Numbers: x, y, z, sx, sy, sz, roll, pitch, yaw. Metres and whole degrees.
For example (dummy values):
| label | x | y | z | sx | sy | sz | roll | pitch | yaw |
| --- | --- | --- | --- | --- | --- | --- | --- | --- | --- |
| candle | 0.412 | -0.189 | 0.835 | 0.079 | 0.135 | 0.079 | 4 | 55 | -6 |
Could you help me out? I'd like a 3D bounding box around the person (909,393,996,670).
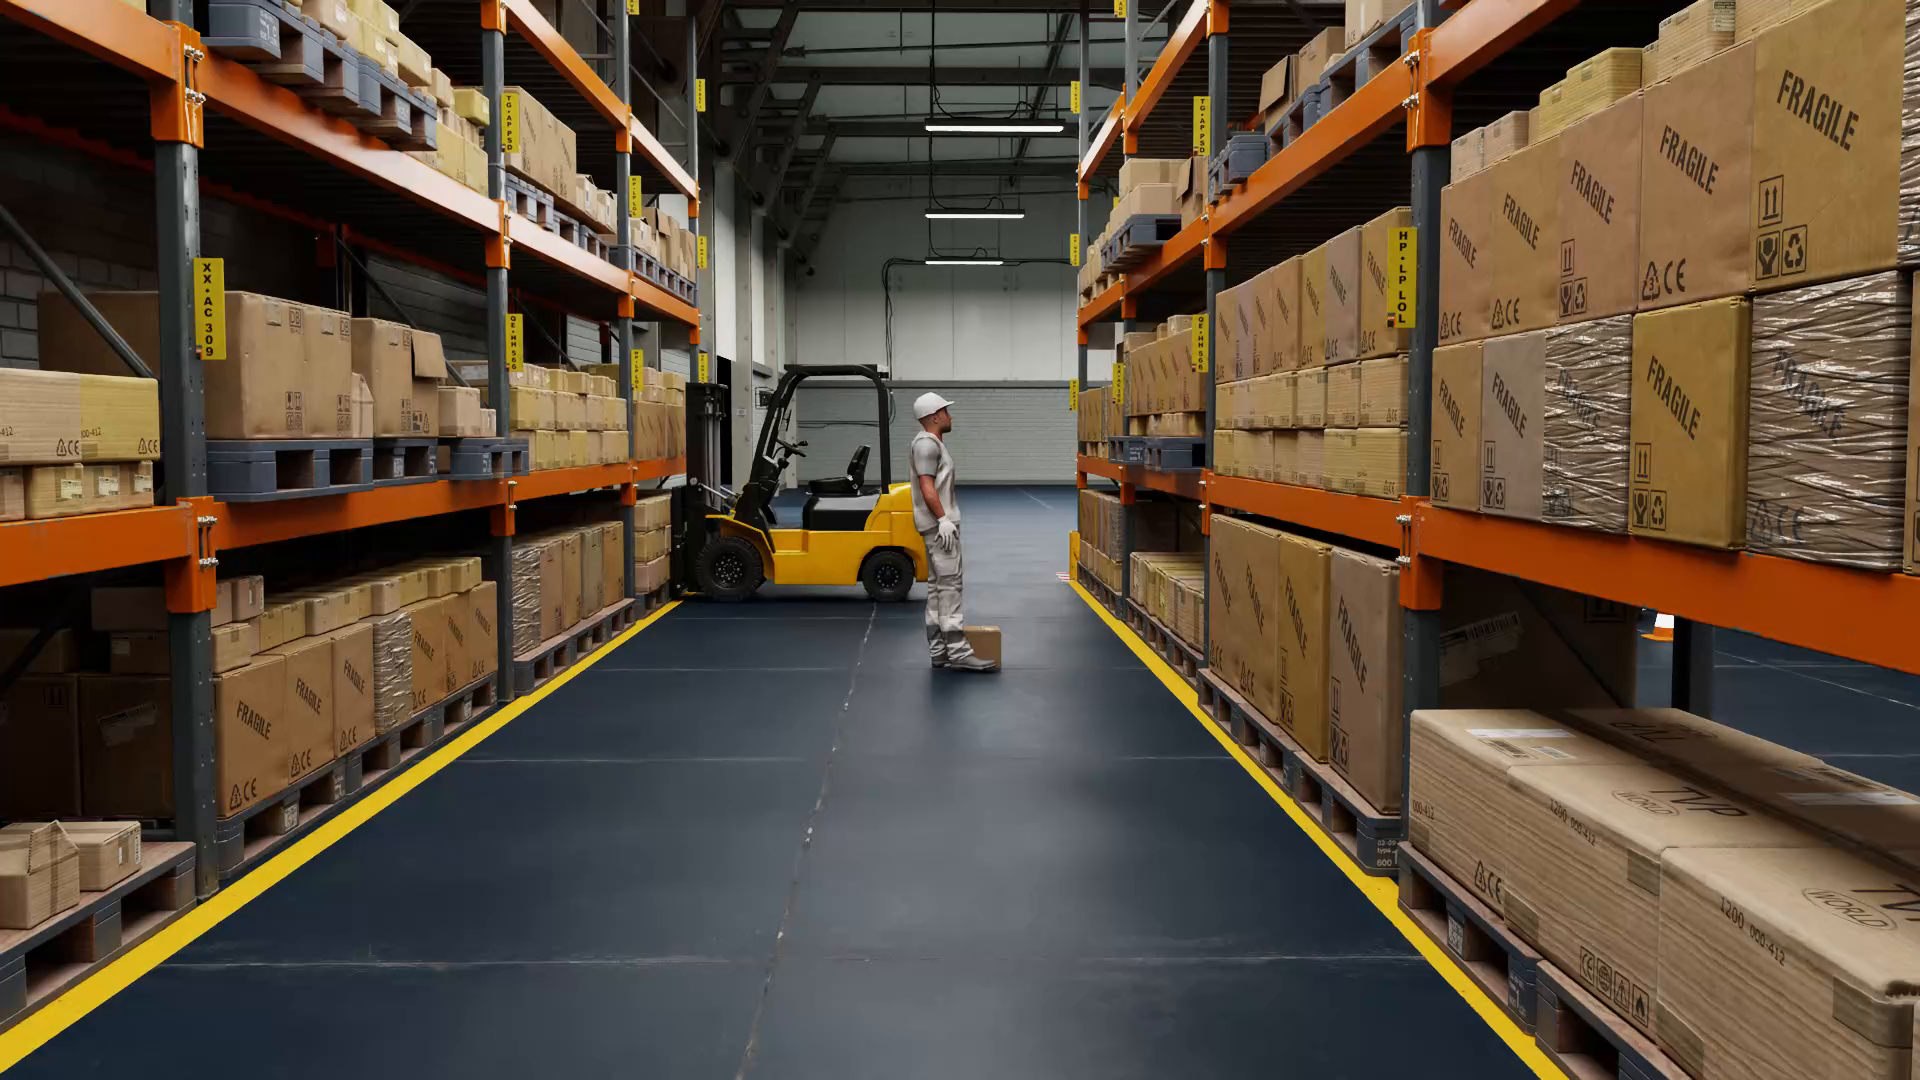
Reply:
| label | x | y | z | sx | sy | sz | roll | pitch | yaw |
| --- | --- | --- | --- | --- | --- | --- | --- | --- | --- |
| person | -0.054 | -0.067 | 10.877 | 0.562 | 1.789 | 0.638 | 0 | 4 | -1 |
